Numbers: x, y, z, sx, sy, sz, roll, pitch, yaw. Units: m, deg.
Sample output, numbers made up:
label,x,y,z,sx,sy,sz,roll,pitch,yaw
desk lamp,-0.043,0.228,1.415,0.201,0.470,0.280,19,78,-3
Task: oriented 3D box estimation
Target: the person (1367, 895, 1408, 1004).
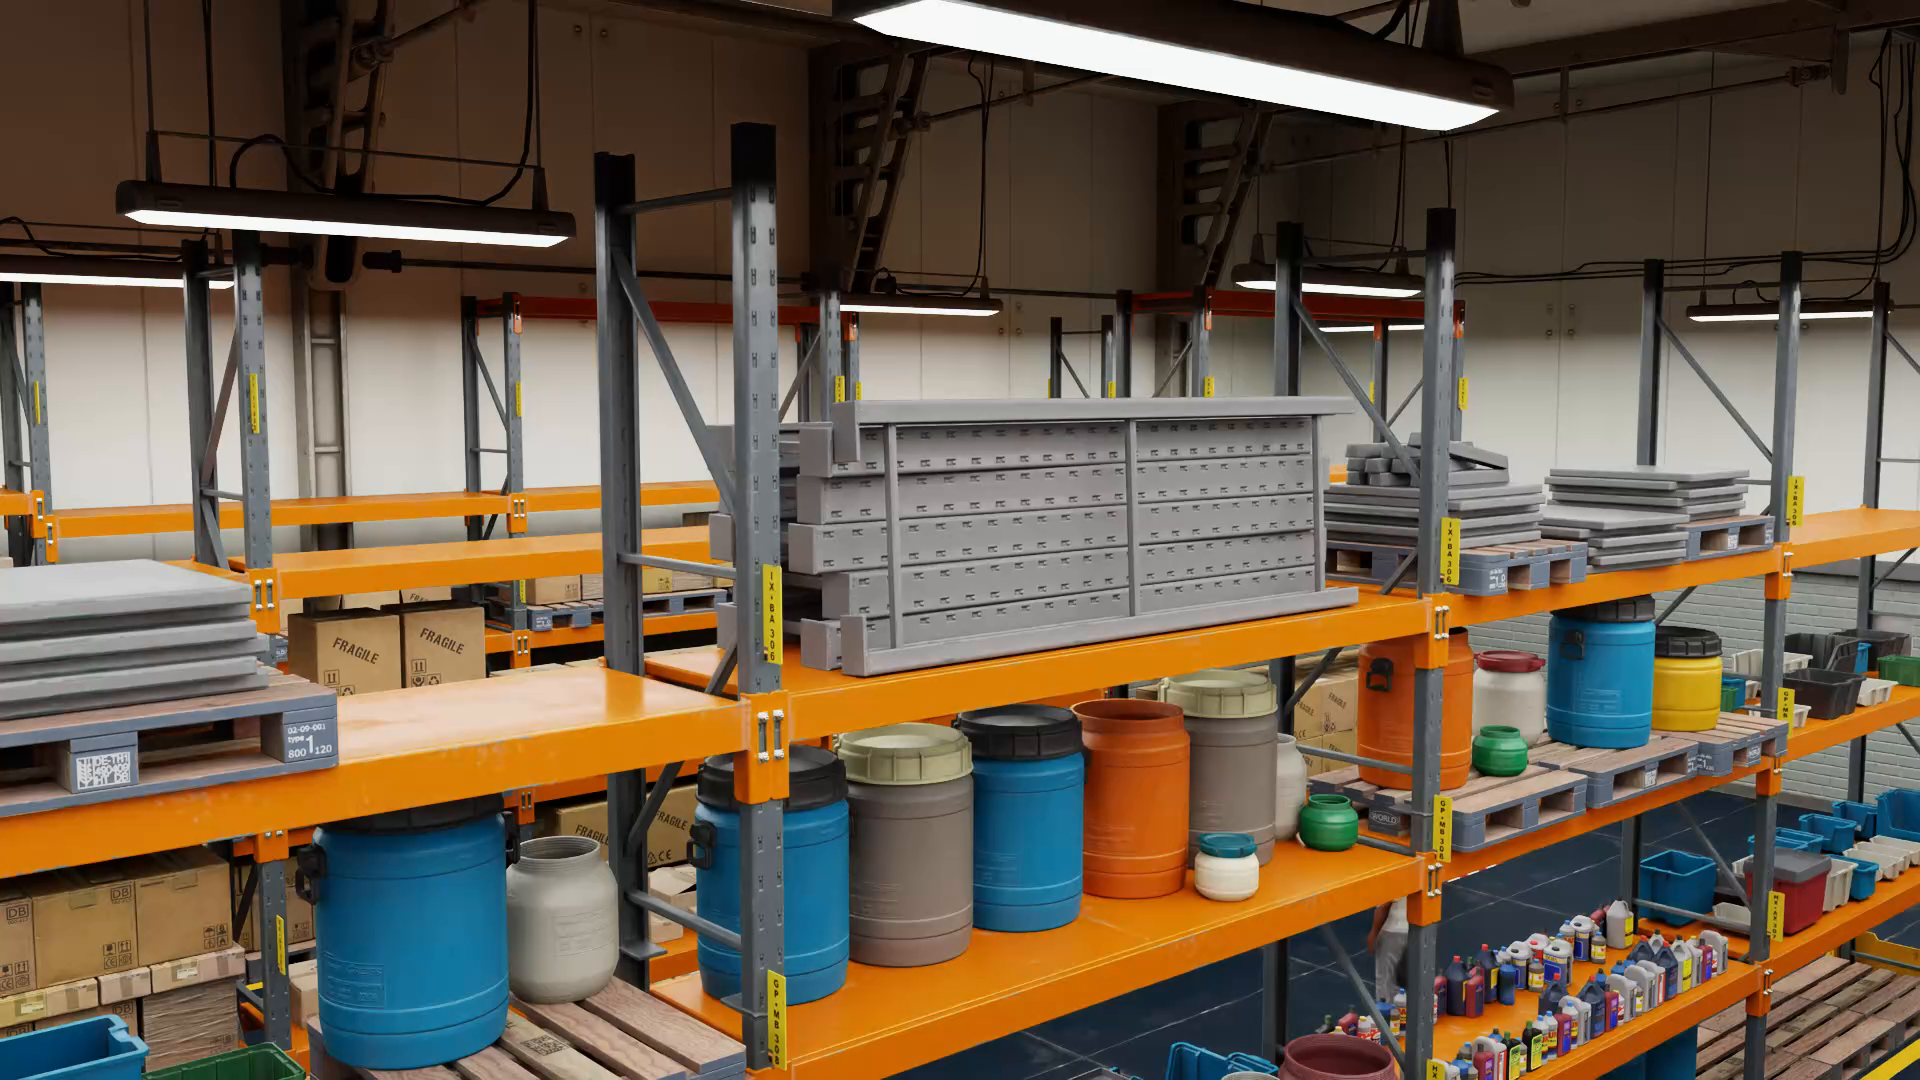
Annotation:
label,x,y,z,sx,sy,sz,roll,pitch,yaw
person,3.395,3.057,13.080,0.552,1.788,0.595,3,6,28
